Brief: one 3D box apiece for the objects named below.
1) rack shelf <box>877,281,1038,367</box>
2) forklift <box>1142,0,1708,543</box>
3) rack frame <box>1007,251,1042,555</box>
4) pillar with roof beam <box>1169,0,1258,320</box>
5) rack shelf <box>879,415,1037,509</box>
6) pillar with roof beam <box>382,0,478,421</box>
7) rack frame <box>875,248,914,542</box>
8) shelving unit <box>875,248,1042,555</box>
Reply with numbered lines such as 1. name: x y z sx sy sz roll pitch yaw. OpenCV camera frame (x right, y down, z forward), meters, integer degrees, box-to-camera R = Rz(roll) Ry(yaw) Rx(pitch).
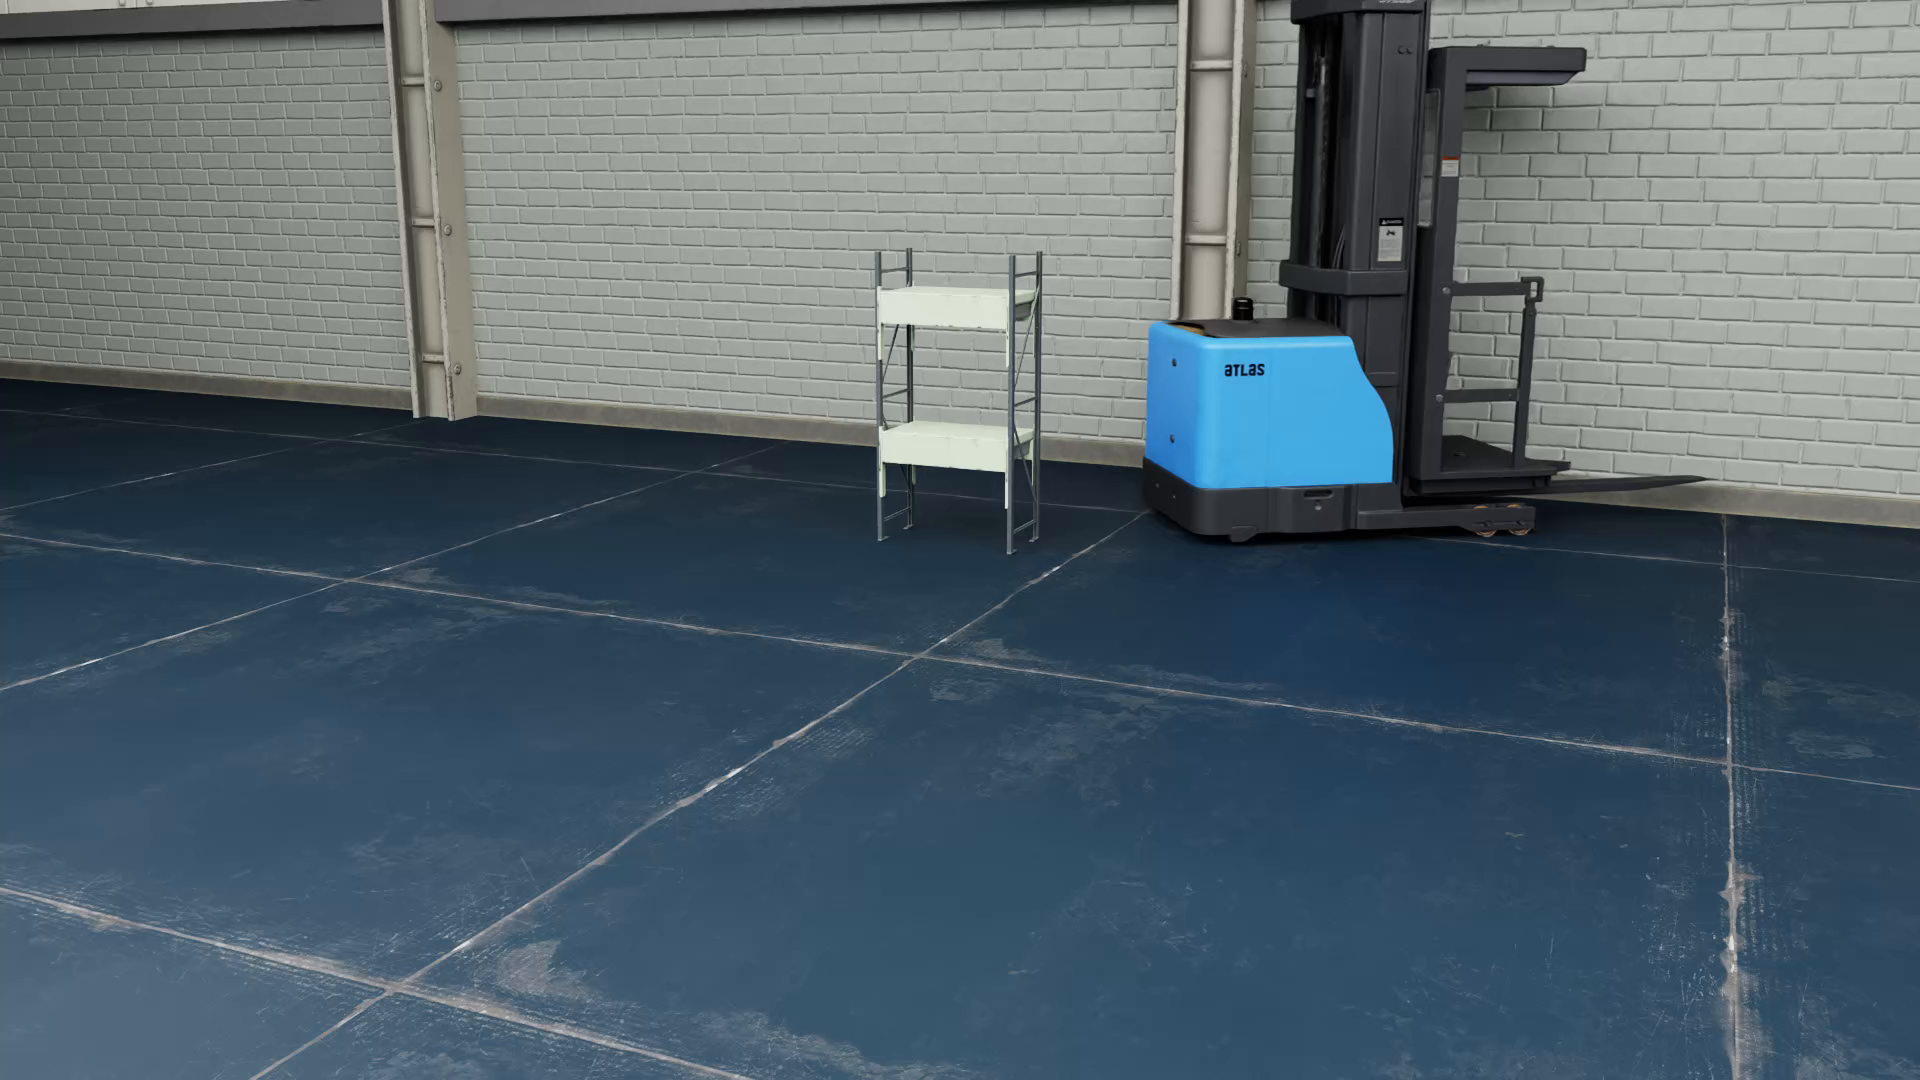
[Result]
1. rack shelf: -0.006 -1.111 8.497 0.720 0.370 0.431 6 14 23
2. forklift: 2.601 -1.558 8.980 3.031 2.935 1.130 -2 13 -11
3. rack frame: 0.329 -0.697 8.442 0.023 1.500 0.400 6 14 23
4. pillar with roof beam: -0.219 -3.883 5.605 0.400 9.000 9.100 6 14 23
5. rack shelf: -0.006 -0.413 8.661 0.720 0.370 0.431 6 14 23
6. pillar with roof beam: -5.705 -4.438 7.971 0.400 9.000 9.100 6 14 23
7. rack frame: -0.341 -0.765 8.730 0.023 1.500 0.400 6 14 23
8. shelving unit: -0.006 -0.731 8.586 0.755 1.500 0.431 6 14 23
